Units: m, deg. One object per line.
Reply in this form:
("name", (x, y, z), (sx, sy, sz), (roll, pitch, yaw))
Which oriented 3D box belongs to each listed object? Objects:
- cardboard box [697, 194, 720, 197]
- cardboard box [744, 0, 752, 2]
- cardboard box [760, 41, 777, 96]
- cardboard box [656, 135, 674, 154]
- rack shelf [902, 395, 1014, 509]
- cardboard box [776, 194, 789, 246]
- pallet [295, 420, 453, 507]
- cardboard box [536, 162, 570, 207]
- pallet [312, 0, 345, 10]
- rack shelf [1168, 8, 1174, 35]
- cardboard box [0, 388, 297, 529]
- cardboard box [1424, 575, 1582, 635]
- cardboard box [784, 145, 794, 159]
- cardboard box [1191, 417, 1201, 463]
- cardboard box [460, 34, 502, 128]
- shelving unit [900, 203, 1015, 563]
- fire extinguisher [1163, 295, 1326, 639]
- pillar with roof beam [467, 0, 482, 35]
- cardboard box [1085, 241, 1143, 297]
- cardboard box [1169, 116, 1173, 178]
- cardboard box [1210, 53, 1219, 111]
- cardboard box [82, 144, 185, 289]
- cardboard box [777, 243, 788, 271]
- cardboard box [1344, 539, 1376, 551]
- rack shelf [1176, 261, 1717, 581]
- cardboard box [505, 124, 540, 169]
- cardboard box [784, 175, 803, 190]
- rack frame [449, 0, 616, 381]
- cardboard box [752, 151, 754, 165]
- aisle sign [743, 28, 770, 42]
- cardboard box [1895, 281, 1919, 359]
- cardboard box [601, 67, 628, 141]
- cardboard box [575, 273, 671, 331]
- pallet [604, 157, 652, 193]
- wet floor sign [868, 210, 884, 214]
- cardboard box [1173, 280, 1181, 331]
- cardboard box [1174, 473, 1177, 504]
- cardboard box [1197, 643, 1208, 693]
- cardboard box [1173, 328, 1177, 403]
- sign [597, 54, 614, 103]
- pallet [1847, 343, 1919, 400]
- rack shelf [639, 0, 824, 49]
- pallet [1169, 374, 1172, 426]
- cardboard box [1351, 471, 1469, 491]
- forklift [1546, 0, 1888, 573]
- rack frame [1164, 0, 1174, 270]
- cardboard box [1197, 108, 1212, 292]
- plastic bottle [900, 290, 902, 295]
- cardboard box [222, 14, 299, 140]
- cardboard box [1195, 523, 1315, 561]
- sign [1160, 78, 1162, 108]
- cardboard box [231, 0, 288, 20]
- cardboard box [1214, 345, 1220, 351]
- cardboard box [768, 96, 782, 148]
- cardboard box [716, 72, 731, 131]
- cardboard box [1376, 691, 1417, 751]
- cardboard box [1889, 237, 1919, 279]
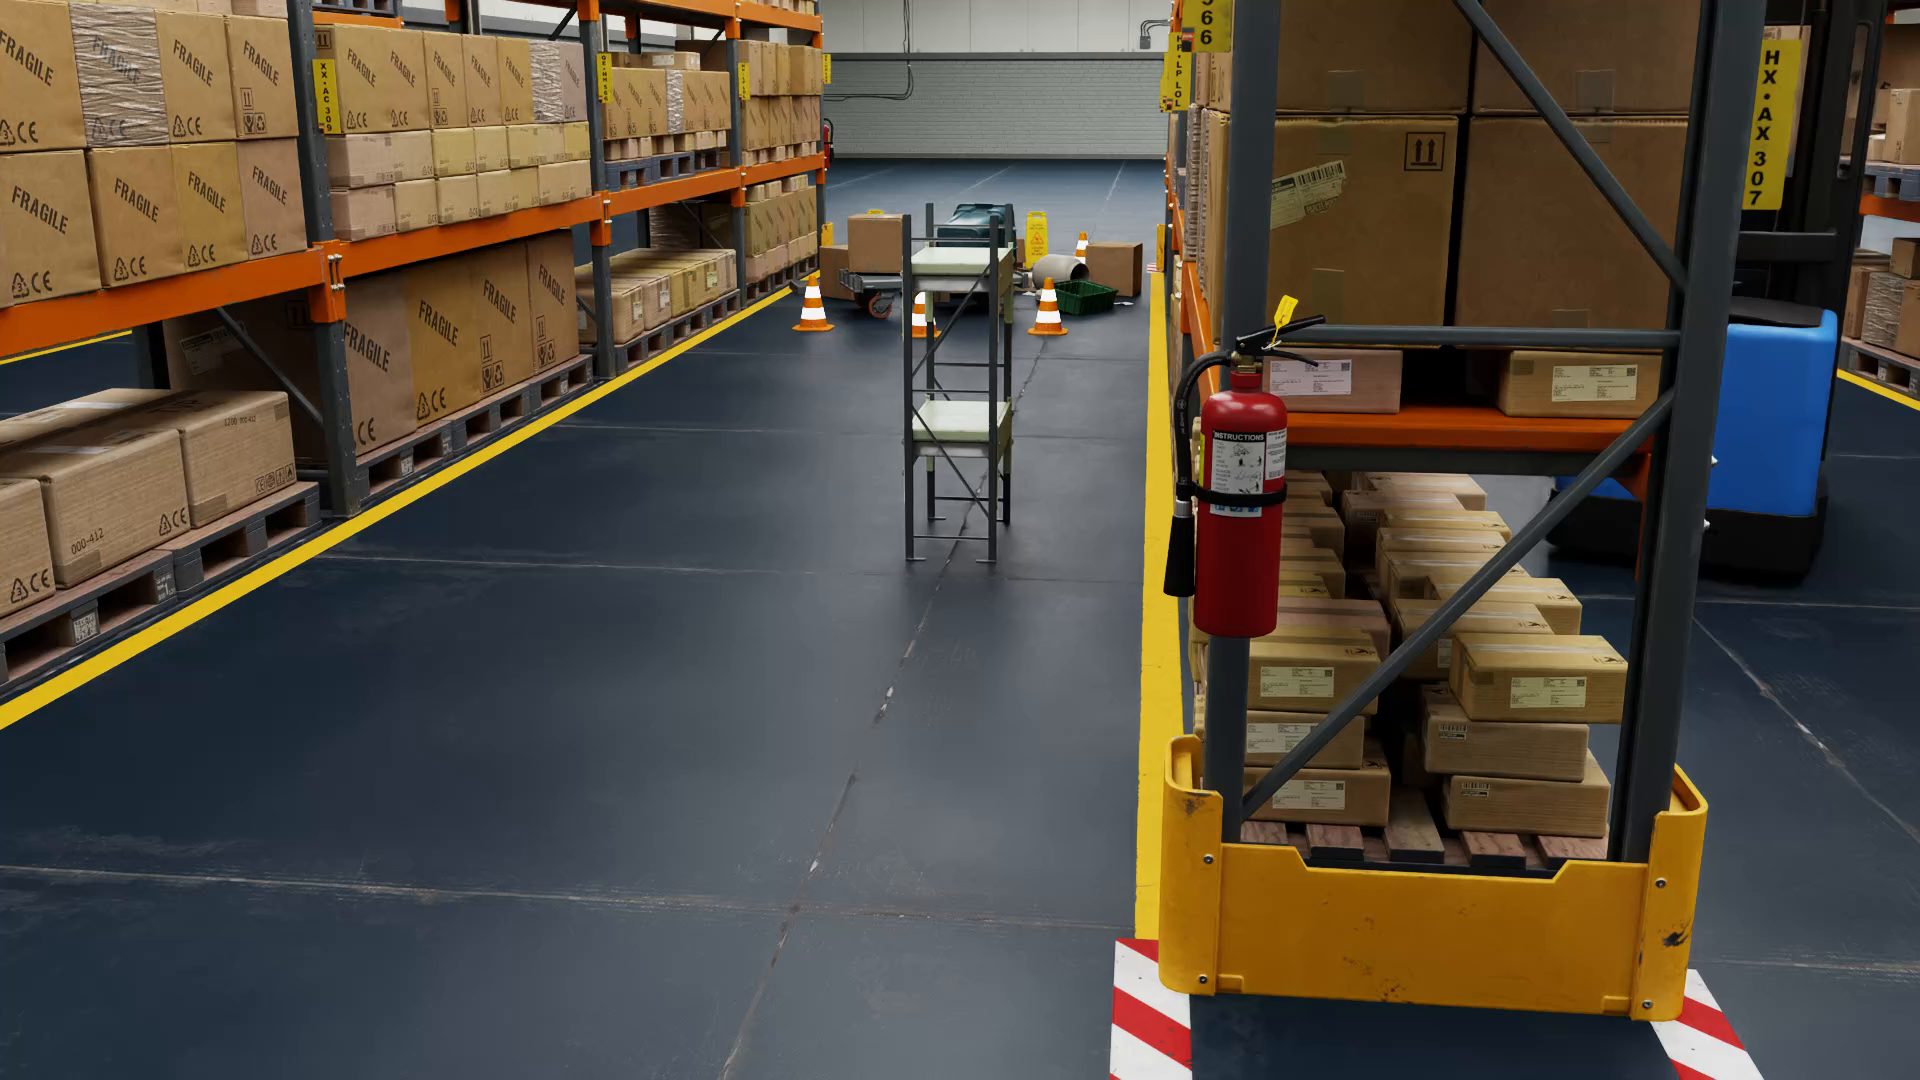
("cardboard box", (-2.614, -3.311, 17.189), (0.500, 0.500, 0.500), (3, 15, 9))
("cardboard box", (-2.159, -5.115, 15.566), (0.380, 0.149, 0.250), (2, 15, 6))
("cardboard box", (-2.181, -4.562, 16.112), (0.700, 0.500, 0.500), (2, 15, 7))
("cardboard box", (-2.525, -3.189, 13.386), (0.380, 0.149, 0.250), (2, 15, 8))
("rack shelf", (0.001, -0.411, 7.558), (0.431, 0.370, 0.720), (2, 15, 6))
("cardboard box", (-2.082, -3.304, 17.163), (0.500, 0.500, 0.500), (3, 15, 9))
("pallet", (-3.416, -0.430, 8.847), (1.003, 0.211, 1.213), (2, 15, 6))
("cardboard box", (-2.818, -2.267, 10.586), (0.500, 0.250, 0.500), (2, 15, 7))
("pallet", (-7.248, -5.736, 17.553), (1.003, 0.211, 1.213), (2, 15, 6))
("rack shelf", (2.630, -5.148, 16.586), (1.077, 0.370, 4.000), (2, 15, 6))
("cardboard box", (-3.606, -0.380, 7.424), (0.875, 0.438, 0.875), (1, 15, 5))
("cardboard box", (1.514, 0.207, 4.666), (0.380, 0.149, 0.250), (2, 15, 6))
("cardboard box", (-1.979, -4.127, 17.661), (0.380, 0.149, 0.250), (2, 15, 6))
("cardboard box", (1.167, -0.415, 6.967), (0.380, 0.149, 0.250), (2, 15, 9))
("cardboard box", (-2.952, -2.607, 9.450), (0.500, 0.500, 0.500), (1, 15, 5))
("shelving unit", (0.001, -0.726, 7.473), (0.431, 1.500, 0.755), (2, 15, 6))
("fire extinguisher", (0.563, -0.147, 3.323), (0.296, 0.674, 0.183), (2, 15, 6))
("pillar with roof beam", (-3.026, -9.002, 23.715), (9.100, 9.000, 0.400), (2, 15, 6))
("cardboard box", (1.559, -2.756, 16.892), (0.500, 0.500, 0.500), (4, 16, 16))
("cardboard box", (1.962, -3.188, 13.514), (0.500, 0.500, 0.500), (2, 15, 6))
("cardboard box", (0.912, -1.348, 4.225), (0.500, 0.500, 0.500), (1, 15, 4))
("cardboard box", (-3.322, -1.230, 6.271), (0.500, 0.500, 0.500), (1, 15, 5))
("cardboard box", (-2.085, -2.945, 17.271), (0.500, 0.250, 0.500), (1, 15, 6))
("cardboard box", (1.493, 0.073, 5.732), (0.380, 0.149, 0.250), (2, 15, 9))
("rack shelf", (1.276, -0.588, 5.468), (1.077, 0.370, 4.000), (2, 15, 6))
("cardboard box", (-2.871, -2.380, 10.048), (0.500, 0.250, 0.500), (1, 15, 5))
("cardboard box", (-1.912, -3.859, 17.969), (0.380, 0.149, 0.250), (2, 15, 7))
("rack frame", (-2.977, -2.611, 11.571), (1.000, 3.000, 0.127), (2, 15, 6))
("cardboard box", (-2.195, -3.666, 15.956), (0.380, 0.149, 0.250), (2, 15, 8))
("aisle sign", (-2.376, -5.966, 18.999), (0.394, 0.787, 0.004), (2, 15, 6))
("cardboard box", (6.925, -1.499, 11.406), (0.700, 0.500, 0.500), (1, 15, 3))
("cardboard box", (-2.696, -3.115, 11.871), (0.500, 0.500, 0.500), (1, 15, 5))
("cardboard box", (-2.828, -1.883, 13.109), (0.950, 0.372, 0.625), (1, 15, 5))
("pallet", (-3.003, -2.706, 12.292), (1.213, 0.211, 1.003), (2, 15, 6))
("wet floor sign", (-0.990, -3.567, 19.618), (0.267, 0.644, 0.232), (7, 17, 25))
("cardboard box", (1.451, -1.283, 9.208), (0.500, 0.250, 0.500), (1, 15, 4))
("cardboard box", (1.141, -0.195, 7.295), (0.380, 0.149, 0.250), (1, 15, 4))
("cardboard box", (0.883, 0.333, 4.770), (0.380, 0.149, 0.250), (1, 15, 4))
("cardboard box", (1.455, -0.915, 9.285), (0.500, 0.500, 0.500), (1, 15, 5))
("sign", (-2.425, -3.154, 11.363), (0.100, 0.325, 0.005), (2, 15, 6))
("pallet", (6.959, -1.176, 11.605), (1.003, 0.211, 1.213), (2, 15, 6))
("rack shelf", (-2.300, -5.268, 17.029), (1.077, 0.370, 4.000), (2, 15, 6))
("pallet", (1.863, -0.943, 10.744), (1.003, 0.211, 1.213), (2, 15, 6))
("cardboard box", (1.664, -0.198, 6.163), (0.380, 0.149, 0.250), (1, 15, 4))
("forklift", (3.719, -1.613, 8.012), (1.130, 2.935, 3.031), (8, 17, 26))
("rack frame", (2.855, -4.566, 18.802), (1.000, 3.000, 0.127), (2, 15, 6))
("cardboard box", (0.956, -0.998, 4.844), (0.500, 0.500, 0.500), (2, 15, 6))
("plastic bottle", (-0.517, -2.509, 16.825), (0.133, 0.061, 0.283), (4, 16, 16))
("cardboard box", (-3.207, -1.974, 7.108), (0.500, 0.500, 0.500), (2, 15, 6))
("cardboard box", (0.913, 0.054, 5.233), (0.380, 0.149, 0.250), (2, 15, 8))
("sign", (2.305, -5.040, 18.745), (0.100, 0.325, 0.005), (2, 15, 6))
("cardboard box", (-3.147, -2.328, 7.176), (0.380, 0.149, 0.250), (1, 15, 5))
("cardboard box", (0.890, -0.584, 4.556), (0.380, 0.149, 0.250), (2, 15, 8))
("cardboard box", (-2.096, -4.207, 16.712), (0.500, 0.500, 0.500), (2, 15, 6))
("cardboard box", (-2.350, -3.916, 14.833), (0.500, 0.500, 0.500), (1, 15, 5))
("cardboard box", (1.396, 0.496, 4.740), (0.380, 0.149, 0.250), (2, 15, 7))
("cardboard box", (6.965, -1.999, 11.819), (0.500, 0.250, 0.500), (3, 16, 13))
